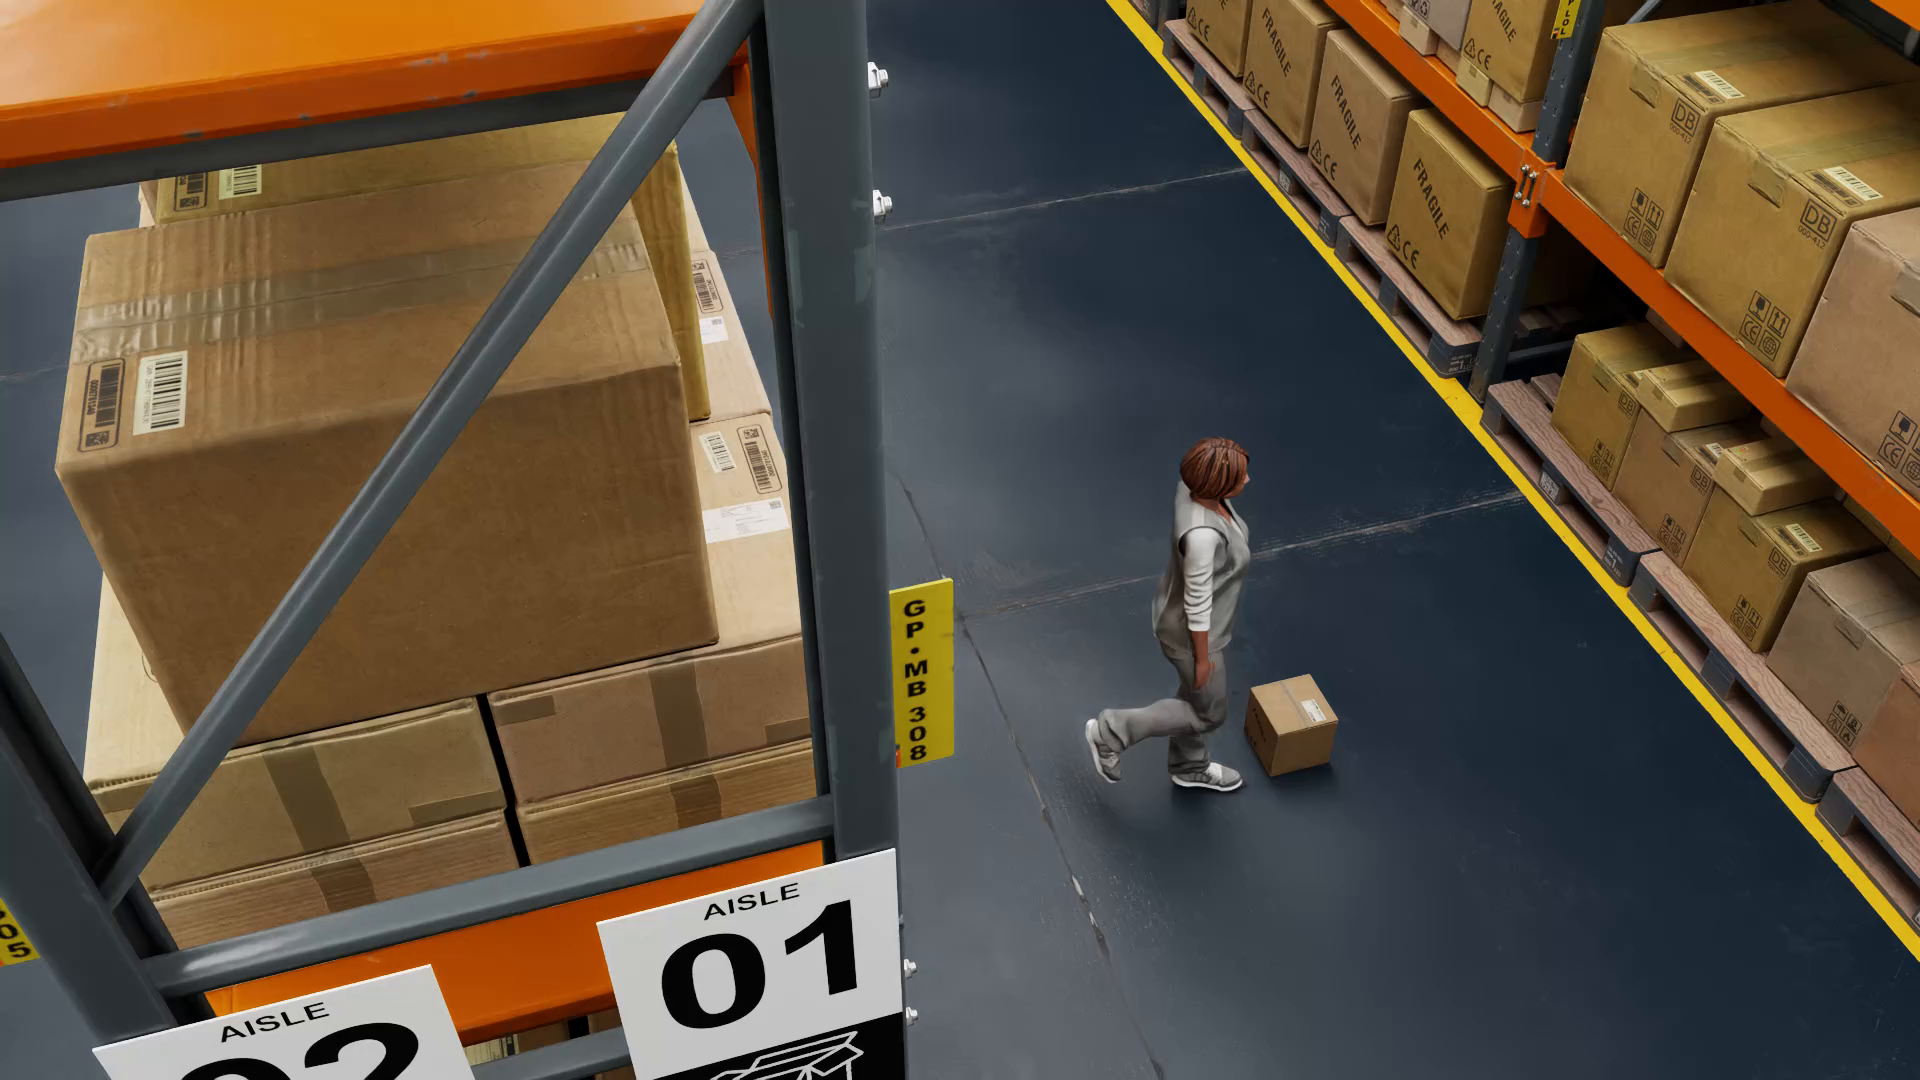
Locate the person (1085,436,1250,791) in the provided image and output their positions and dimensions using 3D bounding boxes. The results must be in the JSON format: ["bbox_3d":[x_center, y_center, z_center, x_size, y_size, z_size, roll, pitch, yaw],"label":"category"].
[{"bbox_3d":[0.772,0.299,5.831,0.610,1.600,0.459,3,43,4],"label":"person"}]
